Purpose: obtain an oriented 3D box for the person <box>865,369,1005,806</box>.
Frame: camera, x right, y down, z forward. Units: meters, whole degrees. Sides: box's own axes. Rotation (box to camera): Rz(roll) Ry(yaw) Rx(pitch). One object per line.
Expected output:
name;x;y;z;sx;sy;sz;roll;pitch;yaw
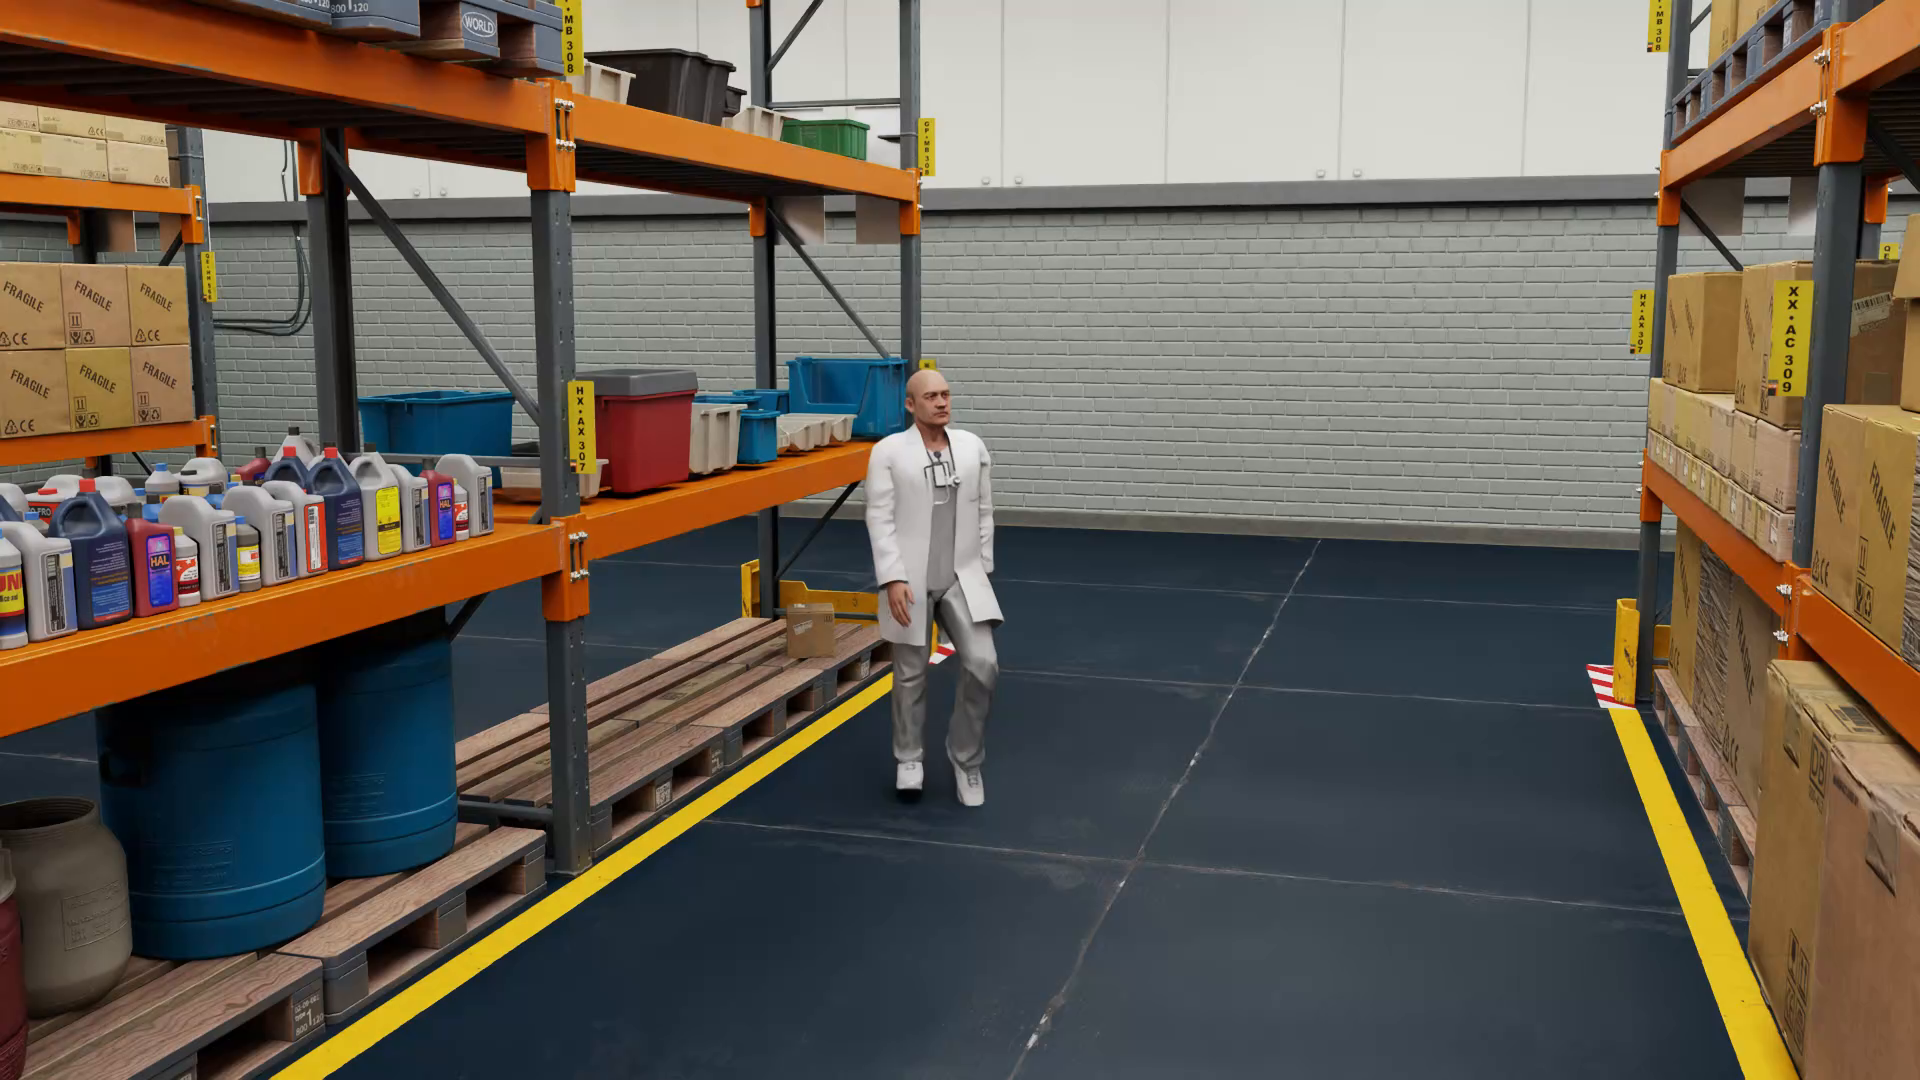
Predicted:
person;-0.111;0.215;6.931;0.580;1.844;0.556;-2;8;-14
